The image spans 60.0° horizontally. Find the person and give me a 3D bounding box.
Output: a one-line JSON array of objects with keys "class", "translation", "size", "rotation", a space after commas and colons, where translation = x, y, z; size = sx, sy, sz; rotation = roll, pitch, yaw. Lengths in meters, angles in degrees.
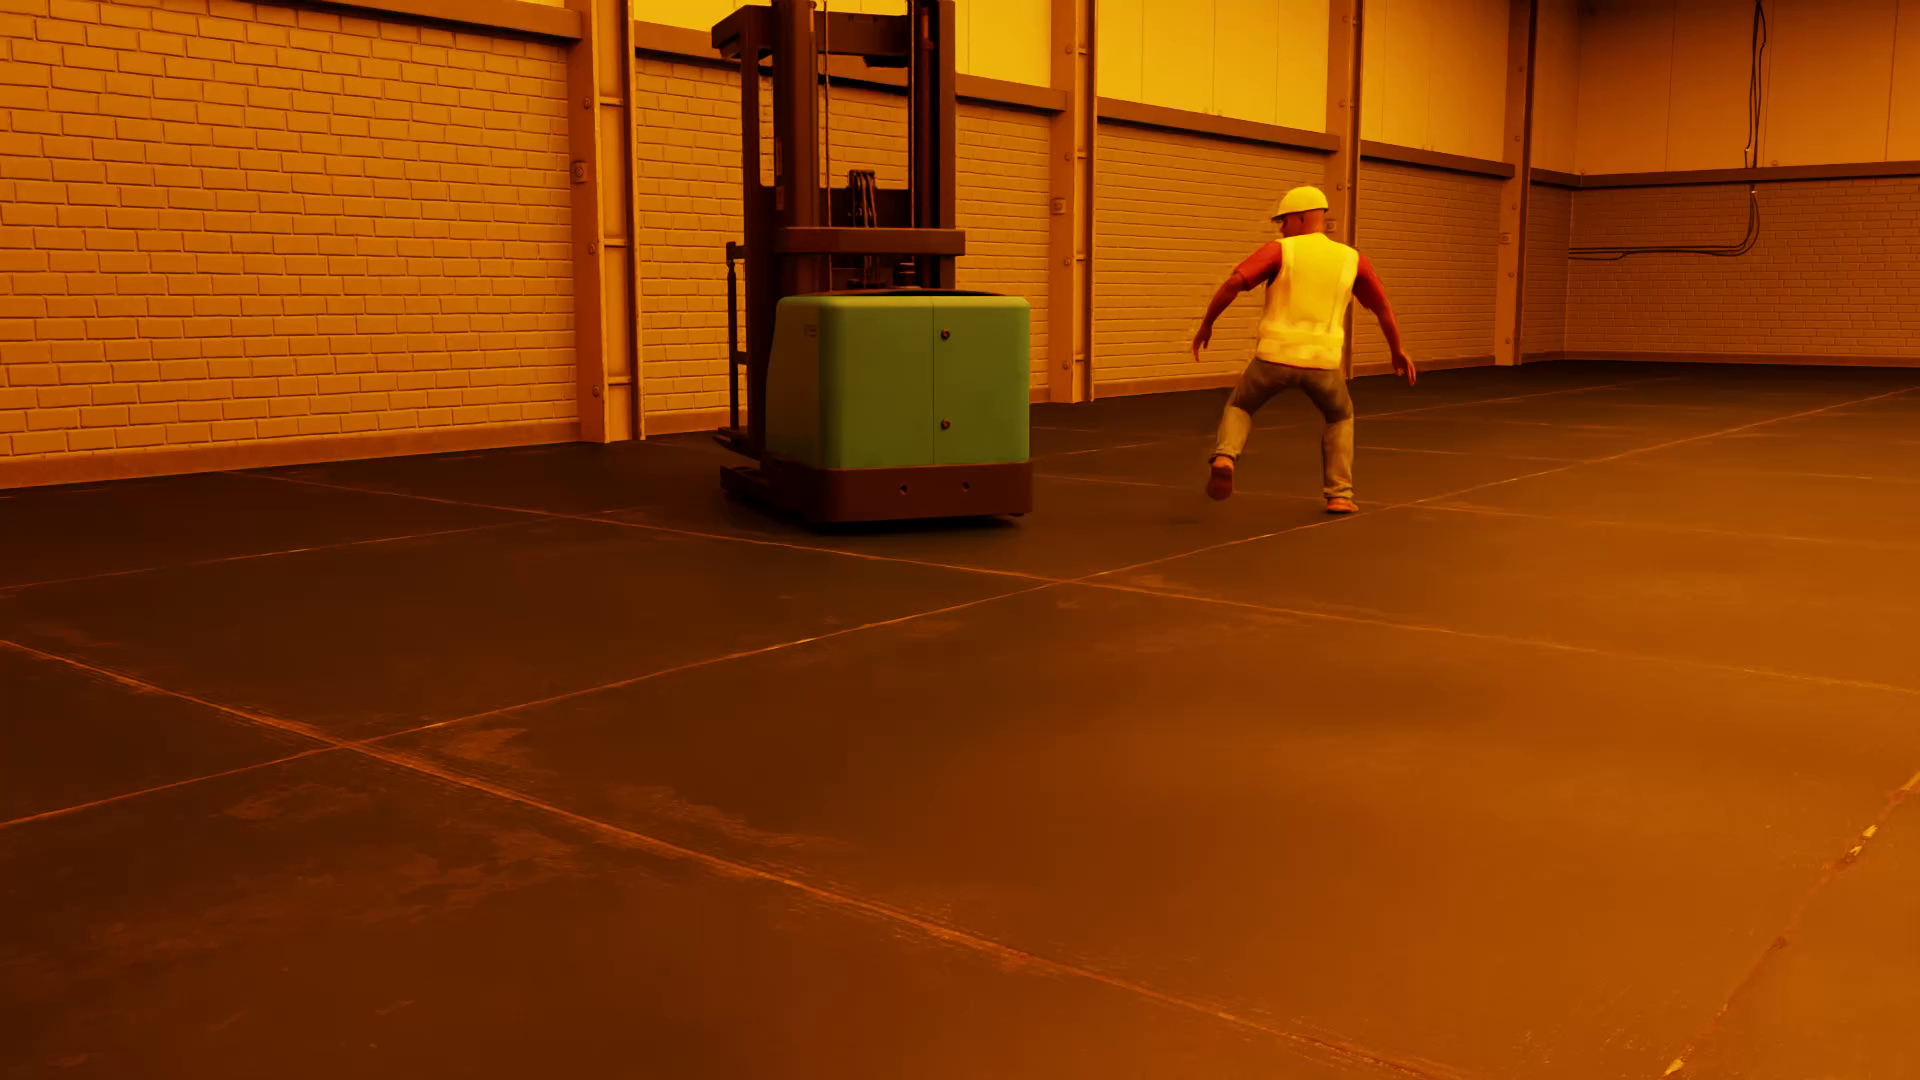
[{"class": "person", "translation": [1.715, -0.928, 8.277], "size": [1.127, 1.641, 0.503], "rotation": [0, 8, 3]}]

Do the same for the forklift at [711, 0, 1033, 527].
[{"class": "forklift", "translation": [-0.665, -1.685, 8.795], "size": [1.130, 2.935, 3.031], "rotation": [-3, 9, -21]}]
